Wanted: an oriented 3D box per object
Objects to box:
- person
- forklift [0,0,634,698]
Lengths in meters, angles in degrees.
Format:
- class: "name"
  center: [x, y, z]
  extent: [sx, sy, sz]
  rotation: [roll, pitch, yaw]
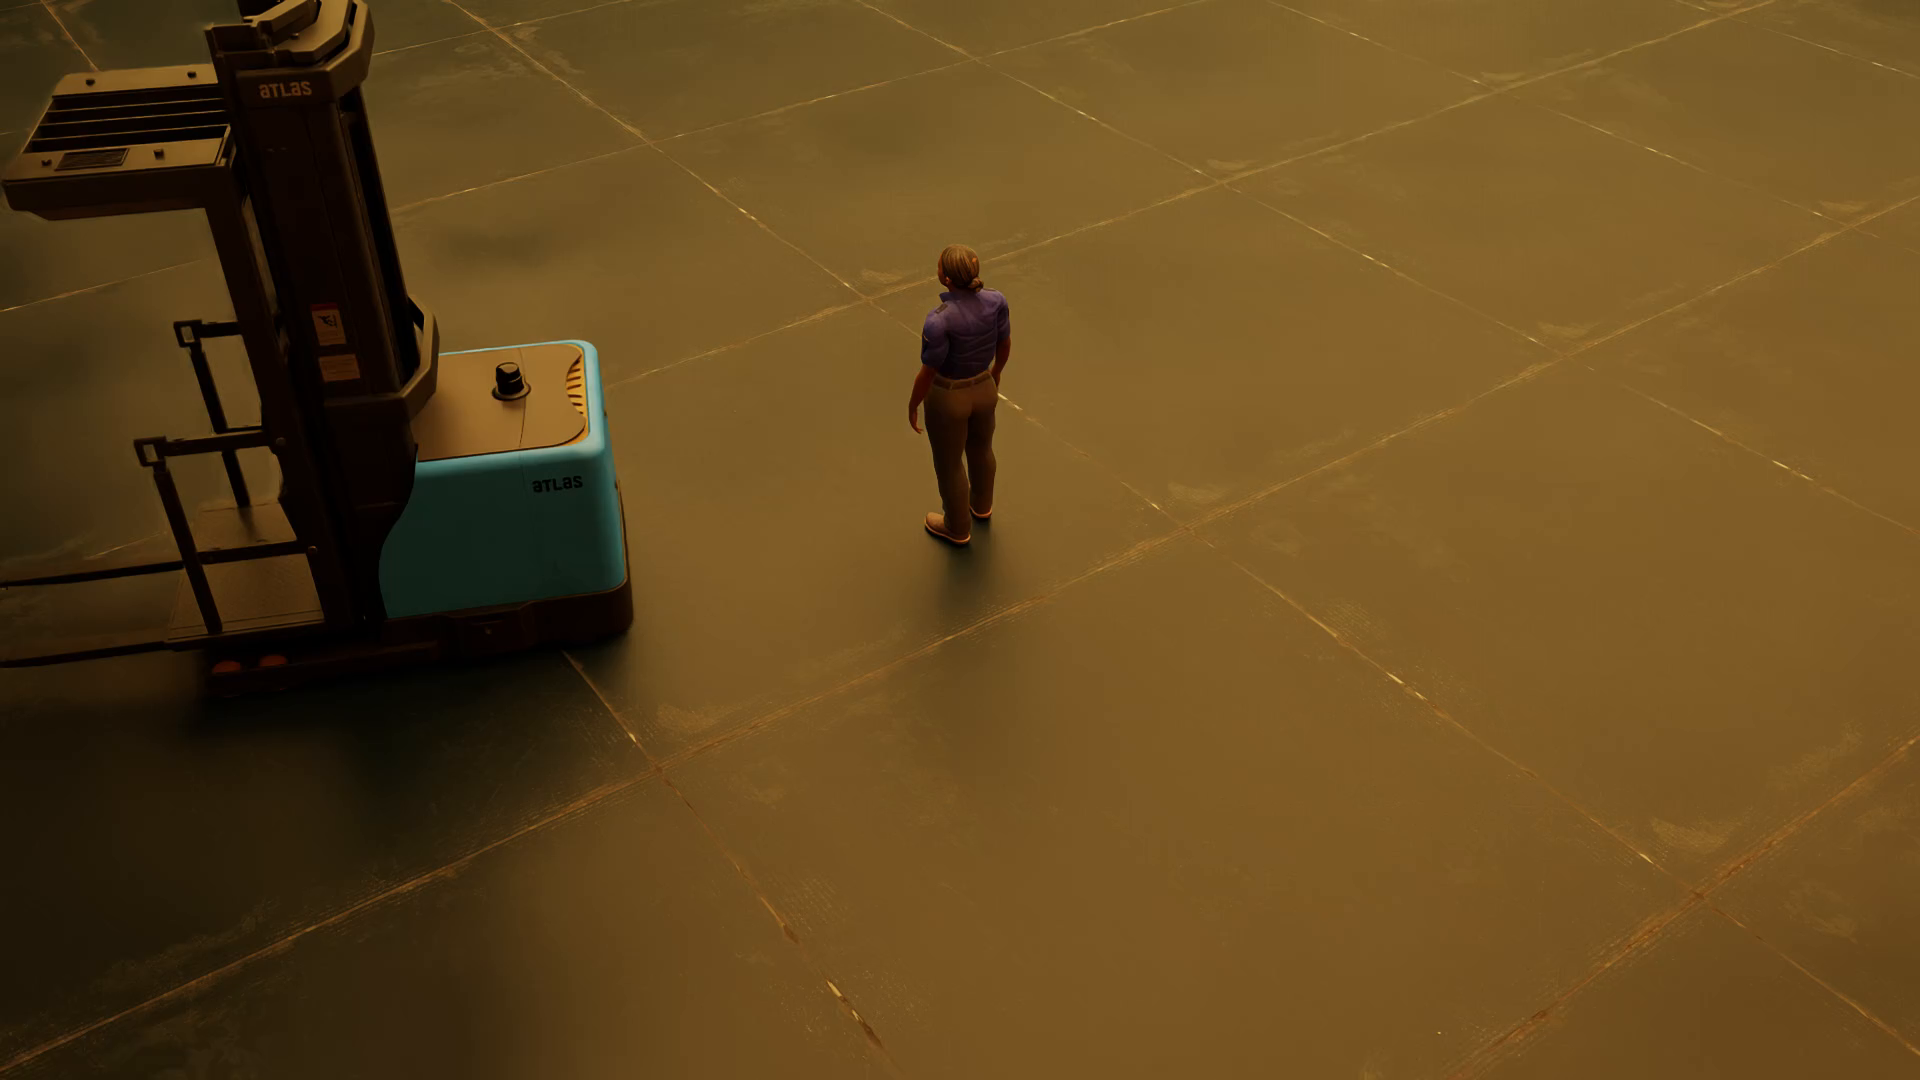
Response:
- class: "person"
  center: [-0.035, -0.720, 7.981]
  extent: [0.570, 1.656, 0.503]
  rotation: [-23, 42, -28]
- class: "forklift"
  center: [-3.102, -0.816, 7.049]
  extent: [3.031, 2.935, 1.130]
  rotation: [-7, 37, -10]
